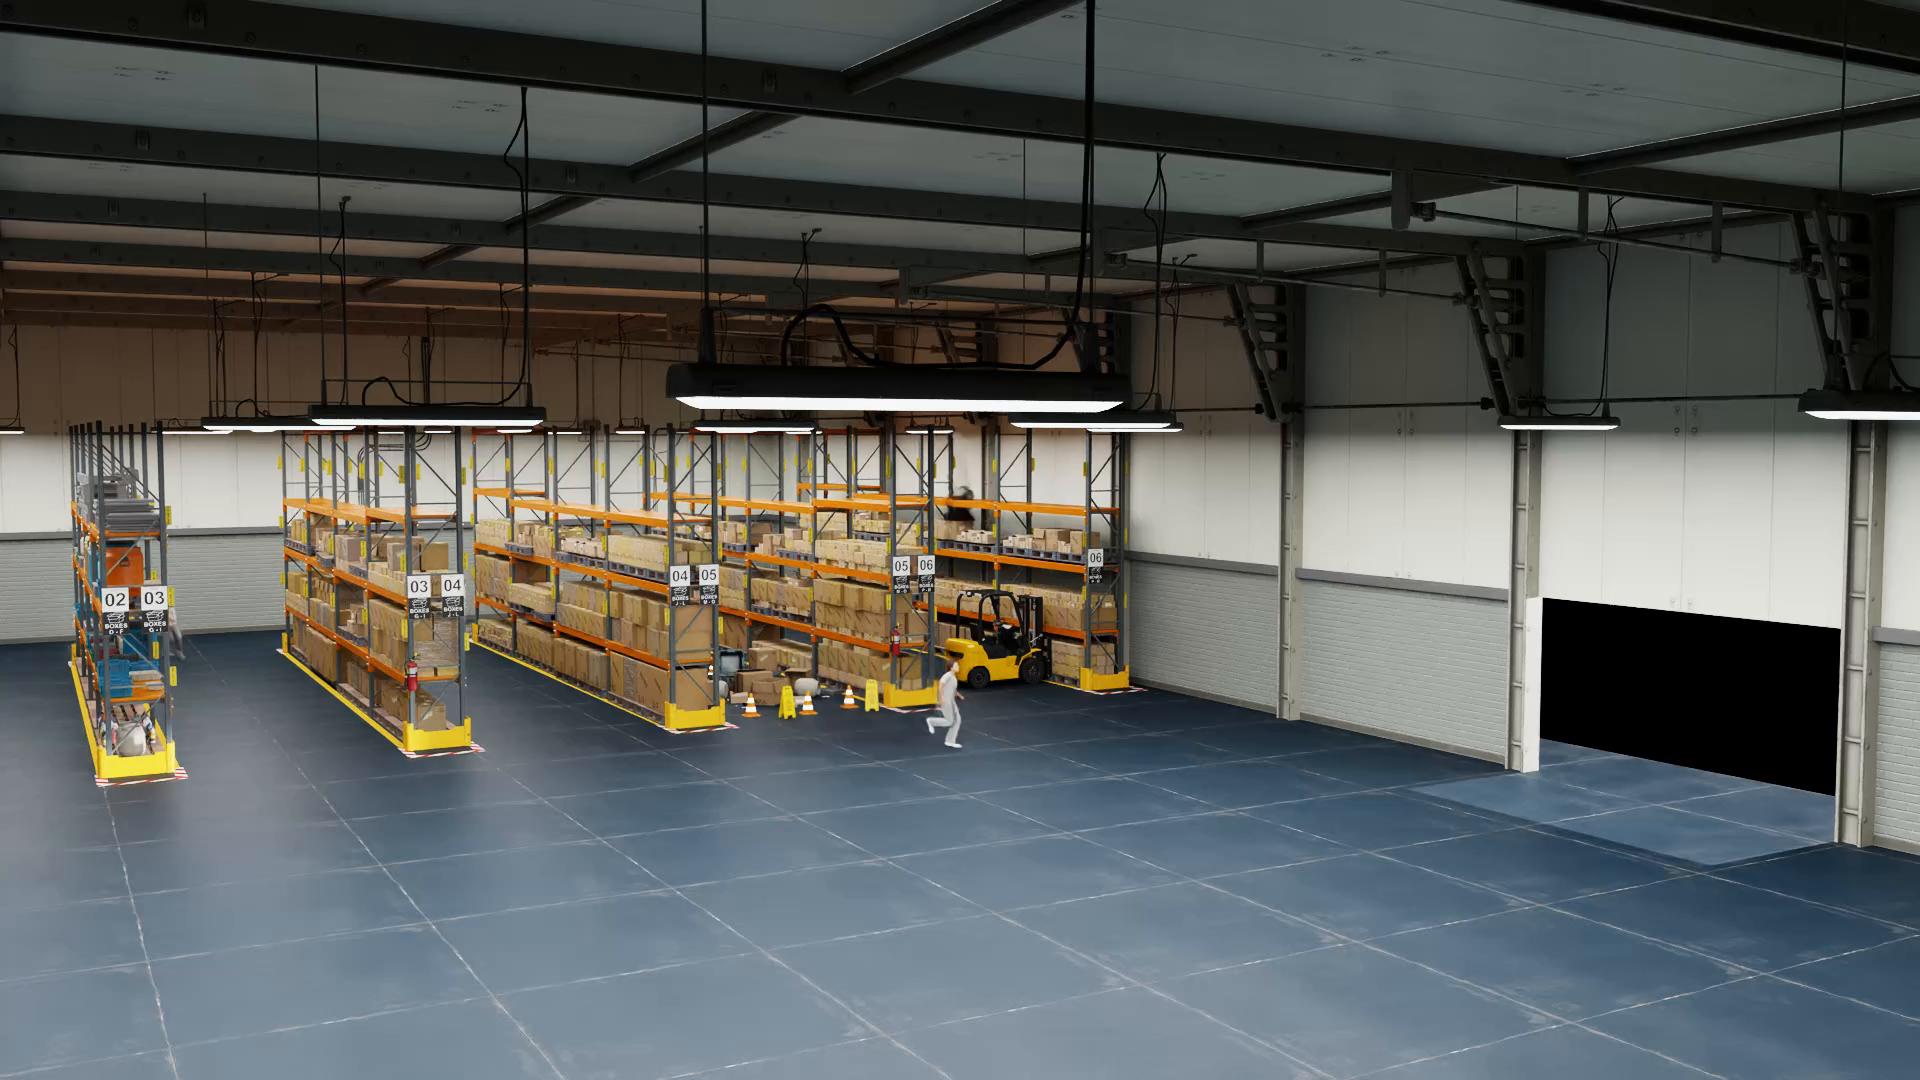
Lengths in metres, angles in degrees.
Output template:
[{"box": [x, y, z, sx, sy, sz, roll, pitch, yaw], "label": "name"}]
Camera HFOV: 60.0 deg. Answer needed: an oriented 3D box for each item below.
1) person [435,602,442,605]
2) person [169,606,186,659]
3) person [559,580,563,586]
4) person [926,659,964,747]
[{"box": [-14.817, 2.025, 46.265, 0.879, 1.699, 0.687, 0, 4, -6], "label": "person"}, {"box": [-20.449, 2.214, 42.899, 0.738, 1.776, 0.654, 2, 4, 23], "label": "person"}, {"box": [-11.263, 2.010, 47.067, 0.589, 1.754, 0.764, -2, 4, -34], "label": "person"}, {"box": [-0.284, 3.027, 30.877, 0.688, 1.629, 0.589, 1, 4, 21], "label": "person"}]
